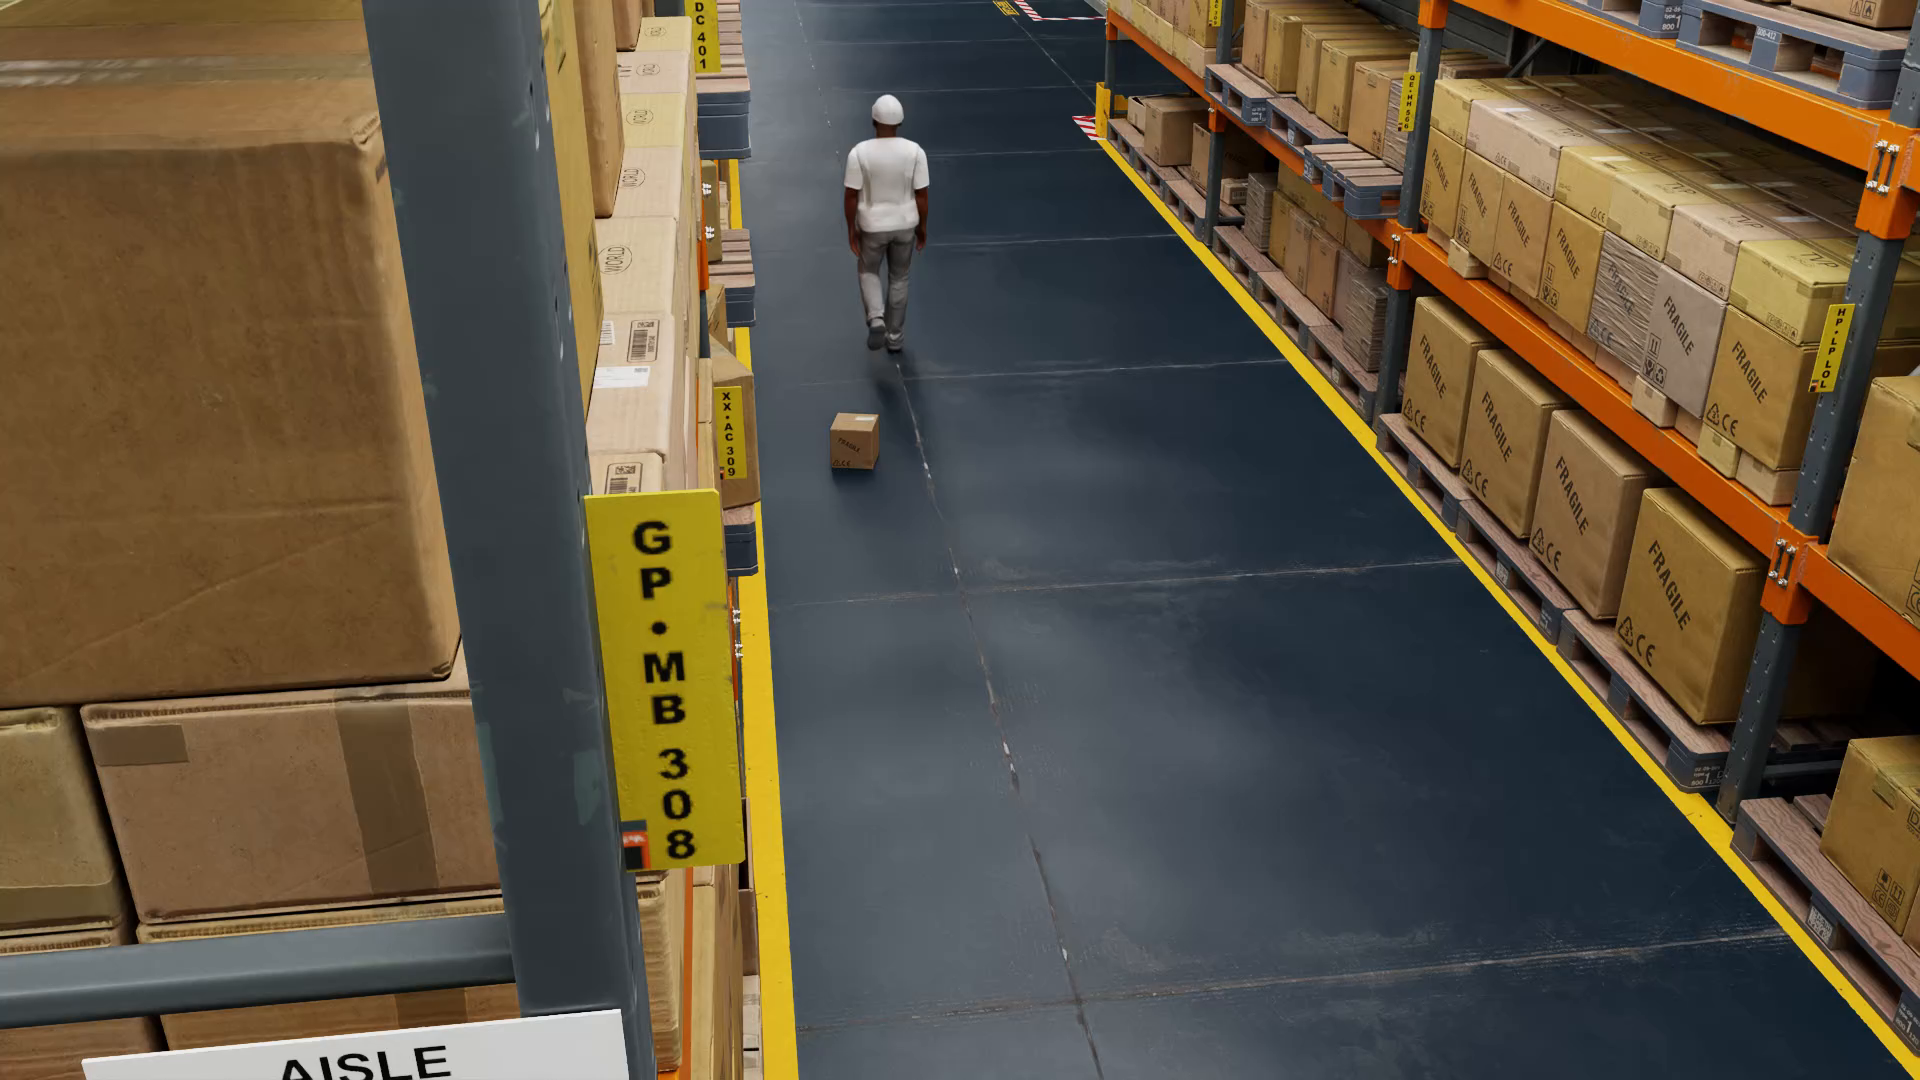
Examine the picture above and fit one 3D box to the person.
[{"bbox_3d":[-0.491,-2.103,11.185,0.567,1.755,0.579,-3,27,-5],"label":"person"}]
